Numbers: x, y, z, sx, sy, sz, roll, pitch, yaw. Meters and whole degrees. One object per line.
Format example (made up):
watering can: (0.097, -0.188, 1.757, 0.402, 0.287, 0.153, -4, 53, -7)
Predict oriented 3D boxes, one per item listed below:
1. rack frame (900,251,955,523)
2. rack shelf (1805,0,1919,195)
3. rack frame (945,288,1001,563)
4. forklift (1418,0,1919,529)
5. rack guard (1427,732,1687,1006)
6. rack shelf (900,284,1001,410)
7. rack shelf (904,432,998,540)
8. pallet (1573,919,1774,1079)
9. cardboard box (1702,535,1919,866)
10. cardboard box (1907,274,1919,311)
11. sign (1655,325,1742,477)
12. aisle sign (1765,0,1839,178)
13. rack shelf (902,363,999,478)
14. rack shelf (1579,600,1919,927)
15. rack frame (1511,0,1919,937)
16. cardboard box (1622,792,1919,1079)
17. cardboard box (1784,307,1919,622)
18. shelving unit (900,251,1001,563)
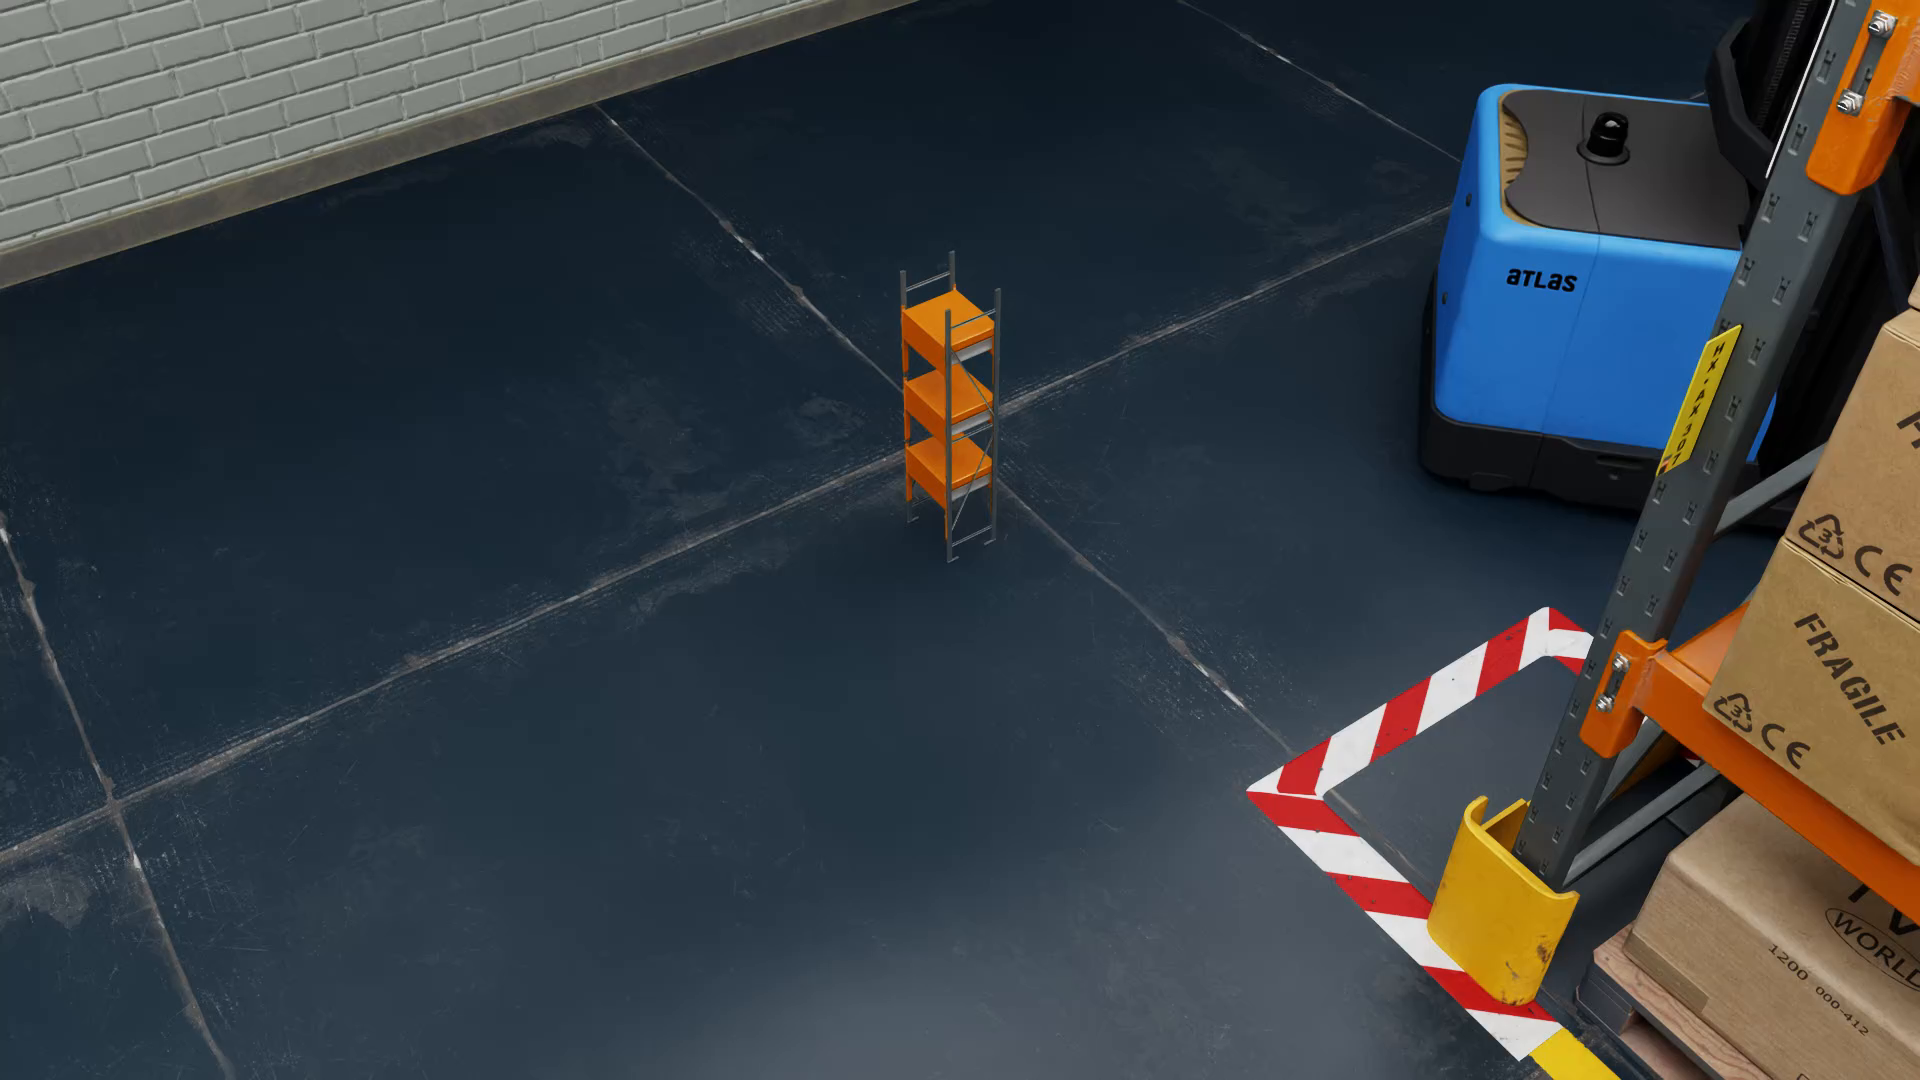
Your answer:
rack frame: (-0.100, -0.479, 5.492, 0.200, 1.050, 0.008, -26, 49, -24)
rack shelf: (3.007, 0.173, 1.745, 1.077, 0.370, 4.000, -26, 49, -24)
rack frame: (0.039, -0.341, 5.347, 0.200, 1.050, 0.008, -26, 49, -24)
forklift: (3.214, -1.374, 5.067, 3.031, 2.935, 1.130, 9, 44, 9)
rack guard: (1.849, 0.755, 4.597, 1.175, 0.500, 0.348, -26, 49, -24)
rack shelf: (-0.031, -0.608, 5.231, 0.215, 0.259, 0.240, -26, 49, -24)
rack shelf: (-0.031, -0.201, 5.618, 0.215, 0.259, 0.240, -26, 49, -24)
pallet: (2.384, 1.296, 4.240, 1.003, 0.211, 1.213, -26, 49, -24)
cardboard box: (1.902, 0.214, 3.281, 0.500, 0.500, 0.500, -26, 49, -25)
cardboard box: (1.839, -0.457, 2.790, 0.380, 0.149, 0.250, -25, 49, -24)
sign: (1.404, -0.261, 3.167, 0.100, 0.325, 0.005, -26, 49, -24)
aisle sign: (1.584, -1.002, 2.744, 0.394, 0.787, 0.004, -26, 49, -24)
rack shelf: (-0.031, -0.402, 5.427, 0.215, 0.259, 0.240, -26, 49, -24)
rack shelf: (3.007, 1.258, 2.781, 1.077, 0.370, 4.000, -26, 49, -24)
rack frame: (1.863, -0.135, 3.719, 1.000, 3.000, 0.127, -26, 49, -24)
cardboard box: (2.322, 0.974, 4.109, 0.875, 0.438, 0.875, -27, 50, -26)
cardboard box: (1.904, -0.148, 2.937, 0.500, 0.500, 0.500, -27, 50, -25)
shelving unit: (-0.031, -0.410, 5.419, 0.215, 1.050, 0.252, -26, 49, -24)
